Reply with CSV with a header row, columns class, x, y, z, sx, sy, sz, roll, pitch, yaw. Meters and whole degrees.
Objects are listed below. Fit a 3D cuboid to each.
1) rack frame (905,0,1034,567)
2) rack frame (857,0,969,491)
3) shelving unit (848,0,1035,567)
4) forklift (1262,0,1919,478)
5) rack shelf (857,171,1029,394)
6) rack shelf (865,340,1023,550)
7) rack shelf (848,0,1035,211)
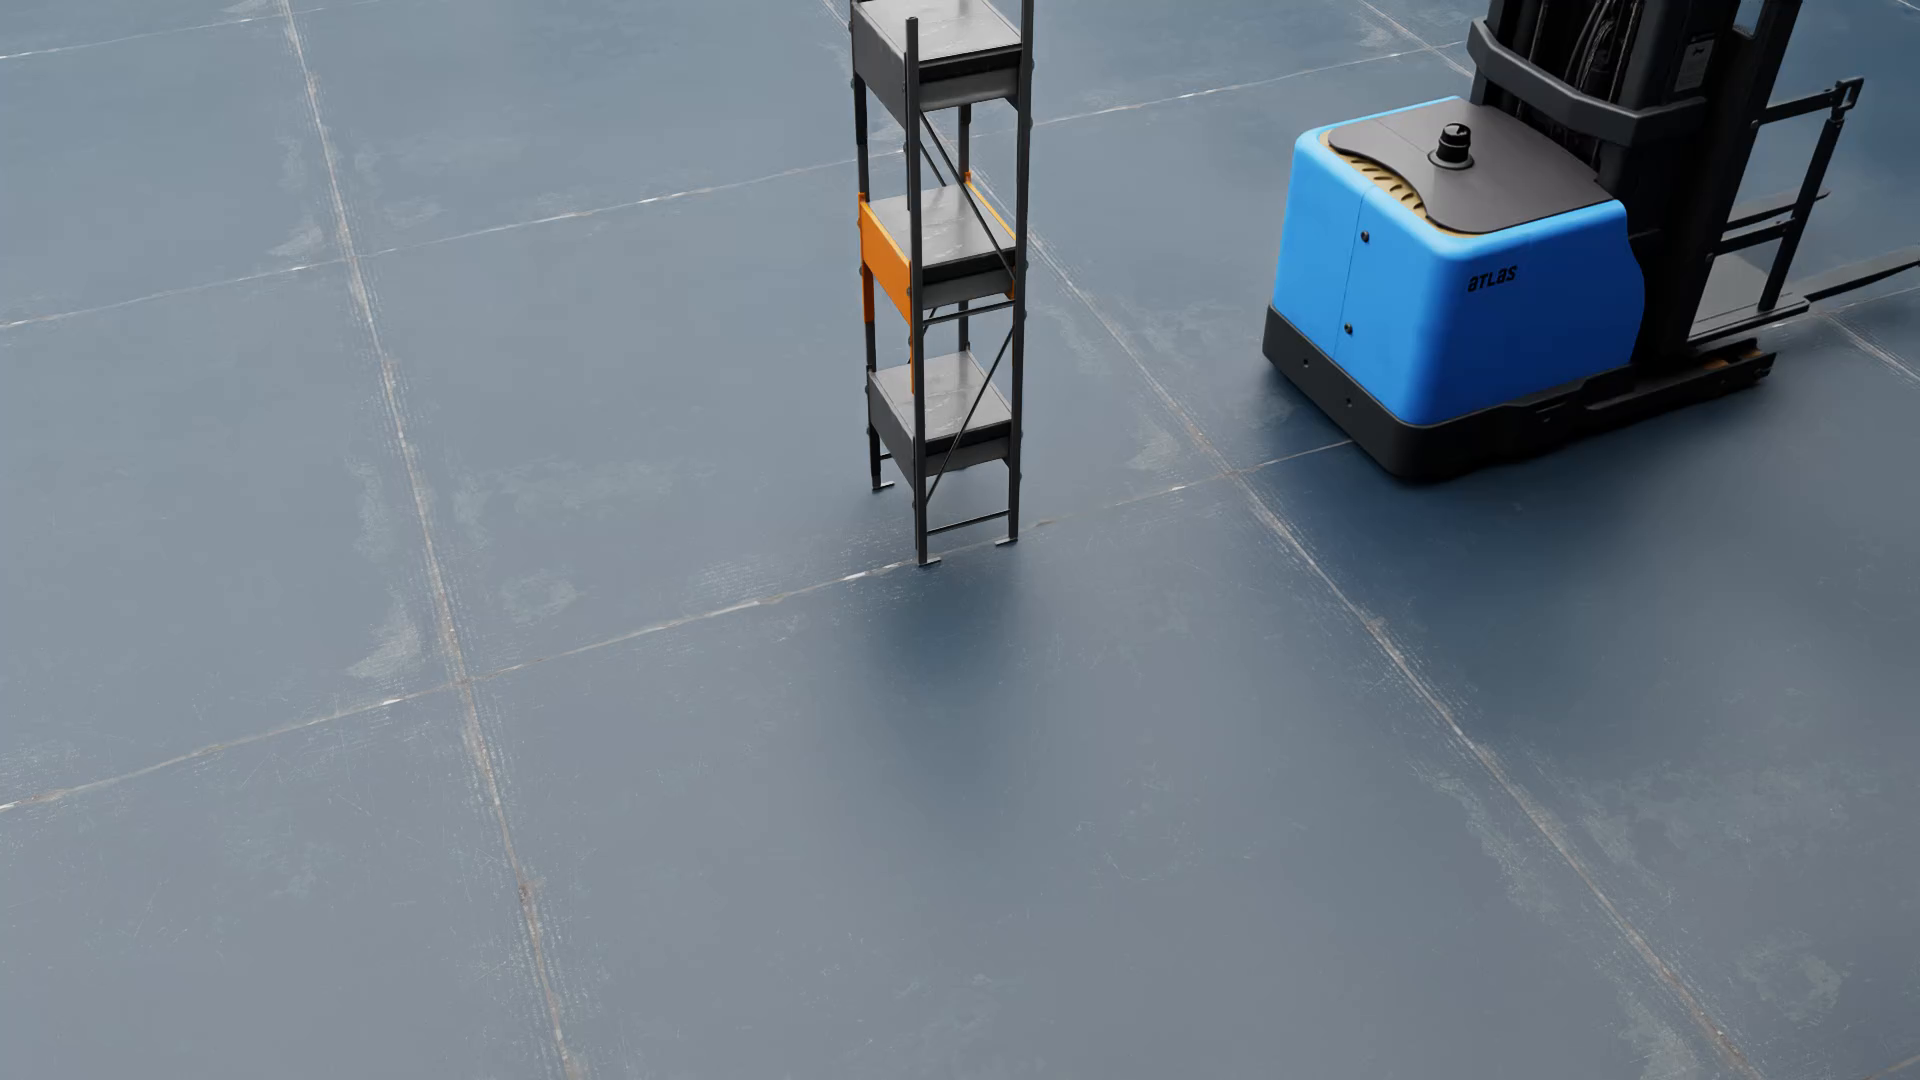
class,x,y,z,sx,sy,sz,roll,pitch,yaw
rack frame,0.030,-0.749,5.510,0.400,2.100,0.015,-15,43,-17
rack frame,-0.157,-1.043,5.852,0.400,2.100,0.015,-15,43,-17
shelving unit,-0.063,-0.896,5.681,0.431,2.100,0.503,-15,43,-17
forklift,2.844,-2.002,6.330,3.031,2.935,1.130,-17,44,-19
rack shelf,-0.063,-0.886,5.690,0.431,0.518,0.480,-15,43,-17
rack shelf,-0.063,-0.355,6.147,0.431,0.518,0.480,-15,43,-17
rack shelf,-0.063,-1.416,5.234,0.431,0.518,0.480,-15,43,-17
